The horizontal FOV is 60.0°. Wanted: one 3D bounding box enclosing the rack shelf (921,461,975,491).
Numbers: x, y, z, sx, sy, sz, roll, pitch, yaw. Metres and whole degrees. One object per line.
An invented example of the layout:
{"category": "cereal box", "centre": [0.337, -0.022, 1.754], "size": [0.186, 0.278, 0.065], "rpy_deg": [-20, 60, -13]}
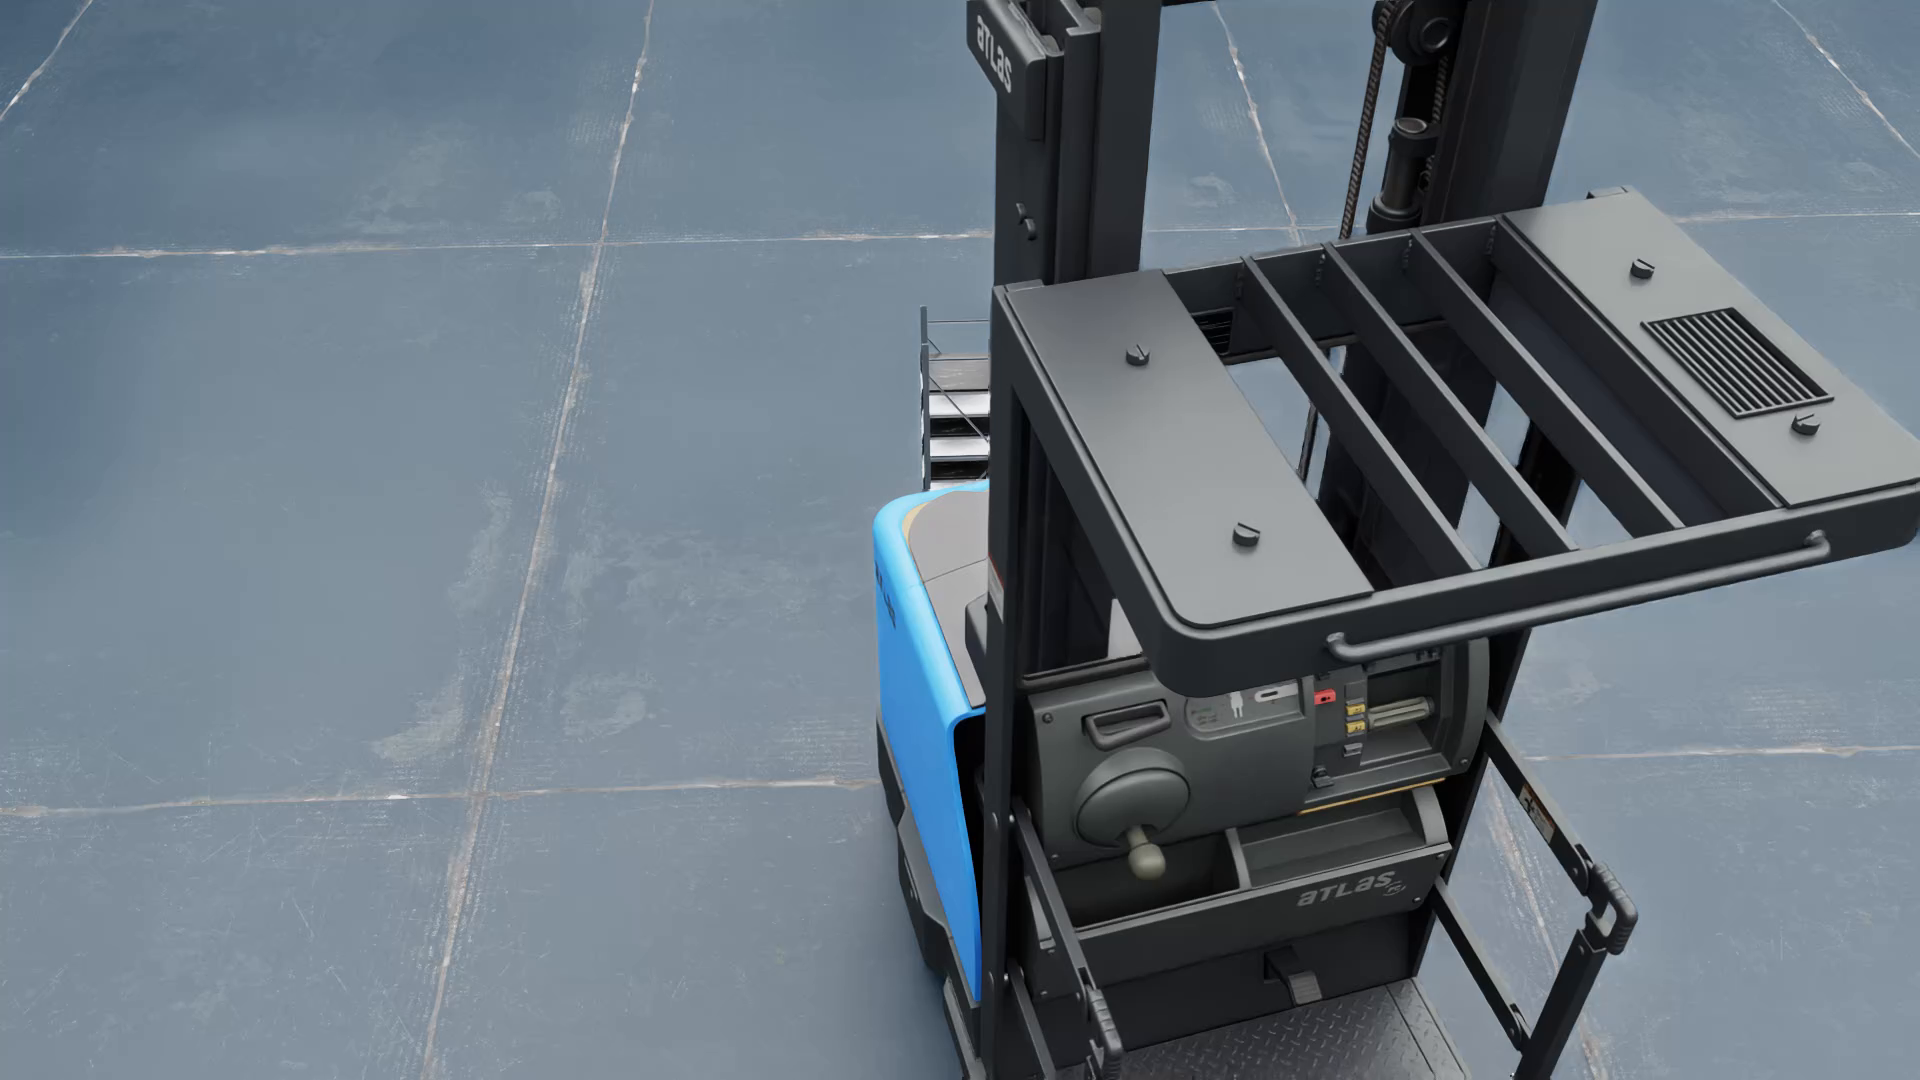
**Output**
{"category": "rack shelf", "centre": [0.000, -0.180, 5.596], "size": [0.258, 0.077, 0.200], "rpy_deg": [-2, 43, -2]}

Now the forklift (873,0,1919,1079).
{"category": "forklift", "centre": [0.651, 0.478, 3.059], "size": [1.130, 2.935, 3.031], "rpy_deg": [-11, 44, -12]}

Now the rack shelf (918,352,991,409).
{"category": "rack shelf", "centre": [0.000, -0.512, 5.292], "size": [0.258, 0.077, 0.200], "rpy_deg": [-2, 43, -2]}

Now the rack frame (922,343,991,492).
{"category": "rack frame", "centre": [0.004, -0.269, 5.377], "size": [0.240, 0.900, 0.006], "rpy_deg": [-2, 43, -2]}

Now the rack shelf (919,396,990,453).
{"category": "rack shelf", "centre": [0.000, -0.379, 5.414], "size": [0.258, 0.077, 0.200], "rpy_deg": [-2, 43, -2]}

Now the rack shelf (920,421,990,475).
{"category": "rack shelf", "centre": [0.000, -0.313, 5.474], "size": [0.258, 0.077, 0.200], "rpy_deg": [-2, 43, -2]}

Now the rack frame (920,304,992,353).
{"category": "rack frame", "centre": [-0.005, -0.406, 5.527], "size": [0.240, 0.900, 0.006], "rpy_deg": [-2, 43, -2]}

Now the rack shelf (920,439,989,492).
{"category": "rack shelf", "centre": [0.000, -0.246, 5.535], "size": [0.258, 0.077, 0.200], "rpy_deg": [-2, 43, -2]}

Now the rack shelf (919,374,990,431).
{"category": "rack shelf", "centre": [0.000, -0.445, 5.353], "size": [0.258, 0.077, 0.200], "rpy_deg": [-2, 43, -2]}

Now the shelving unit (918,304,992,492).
{"category": "shelving unit", "centre": [0.000, -0.337, 5.452], "size": [0.258, 0.900, 0.210], "rpy_deg": [-2, 43, -2]}
